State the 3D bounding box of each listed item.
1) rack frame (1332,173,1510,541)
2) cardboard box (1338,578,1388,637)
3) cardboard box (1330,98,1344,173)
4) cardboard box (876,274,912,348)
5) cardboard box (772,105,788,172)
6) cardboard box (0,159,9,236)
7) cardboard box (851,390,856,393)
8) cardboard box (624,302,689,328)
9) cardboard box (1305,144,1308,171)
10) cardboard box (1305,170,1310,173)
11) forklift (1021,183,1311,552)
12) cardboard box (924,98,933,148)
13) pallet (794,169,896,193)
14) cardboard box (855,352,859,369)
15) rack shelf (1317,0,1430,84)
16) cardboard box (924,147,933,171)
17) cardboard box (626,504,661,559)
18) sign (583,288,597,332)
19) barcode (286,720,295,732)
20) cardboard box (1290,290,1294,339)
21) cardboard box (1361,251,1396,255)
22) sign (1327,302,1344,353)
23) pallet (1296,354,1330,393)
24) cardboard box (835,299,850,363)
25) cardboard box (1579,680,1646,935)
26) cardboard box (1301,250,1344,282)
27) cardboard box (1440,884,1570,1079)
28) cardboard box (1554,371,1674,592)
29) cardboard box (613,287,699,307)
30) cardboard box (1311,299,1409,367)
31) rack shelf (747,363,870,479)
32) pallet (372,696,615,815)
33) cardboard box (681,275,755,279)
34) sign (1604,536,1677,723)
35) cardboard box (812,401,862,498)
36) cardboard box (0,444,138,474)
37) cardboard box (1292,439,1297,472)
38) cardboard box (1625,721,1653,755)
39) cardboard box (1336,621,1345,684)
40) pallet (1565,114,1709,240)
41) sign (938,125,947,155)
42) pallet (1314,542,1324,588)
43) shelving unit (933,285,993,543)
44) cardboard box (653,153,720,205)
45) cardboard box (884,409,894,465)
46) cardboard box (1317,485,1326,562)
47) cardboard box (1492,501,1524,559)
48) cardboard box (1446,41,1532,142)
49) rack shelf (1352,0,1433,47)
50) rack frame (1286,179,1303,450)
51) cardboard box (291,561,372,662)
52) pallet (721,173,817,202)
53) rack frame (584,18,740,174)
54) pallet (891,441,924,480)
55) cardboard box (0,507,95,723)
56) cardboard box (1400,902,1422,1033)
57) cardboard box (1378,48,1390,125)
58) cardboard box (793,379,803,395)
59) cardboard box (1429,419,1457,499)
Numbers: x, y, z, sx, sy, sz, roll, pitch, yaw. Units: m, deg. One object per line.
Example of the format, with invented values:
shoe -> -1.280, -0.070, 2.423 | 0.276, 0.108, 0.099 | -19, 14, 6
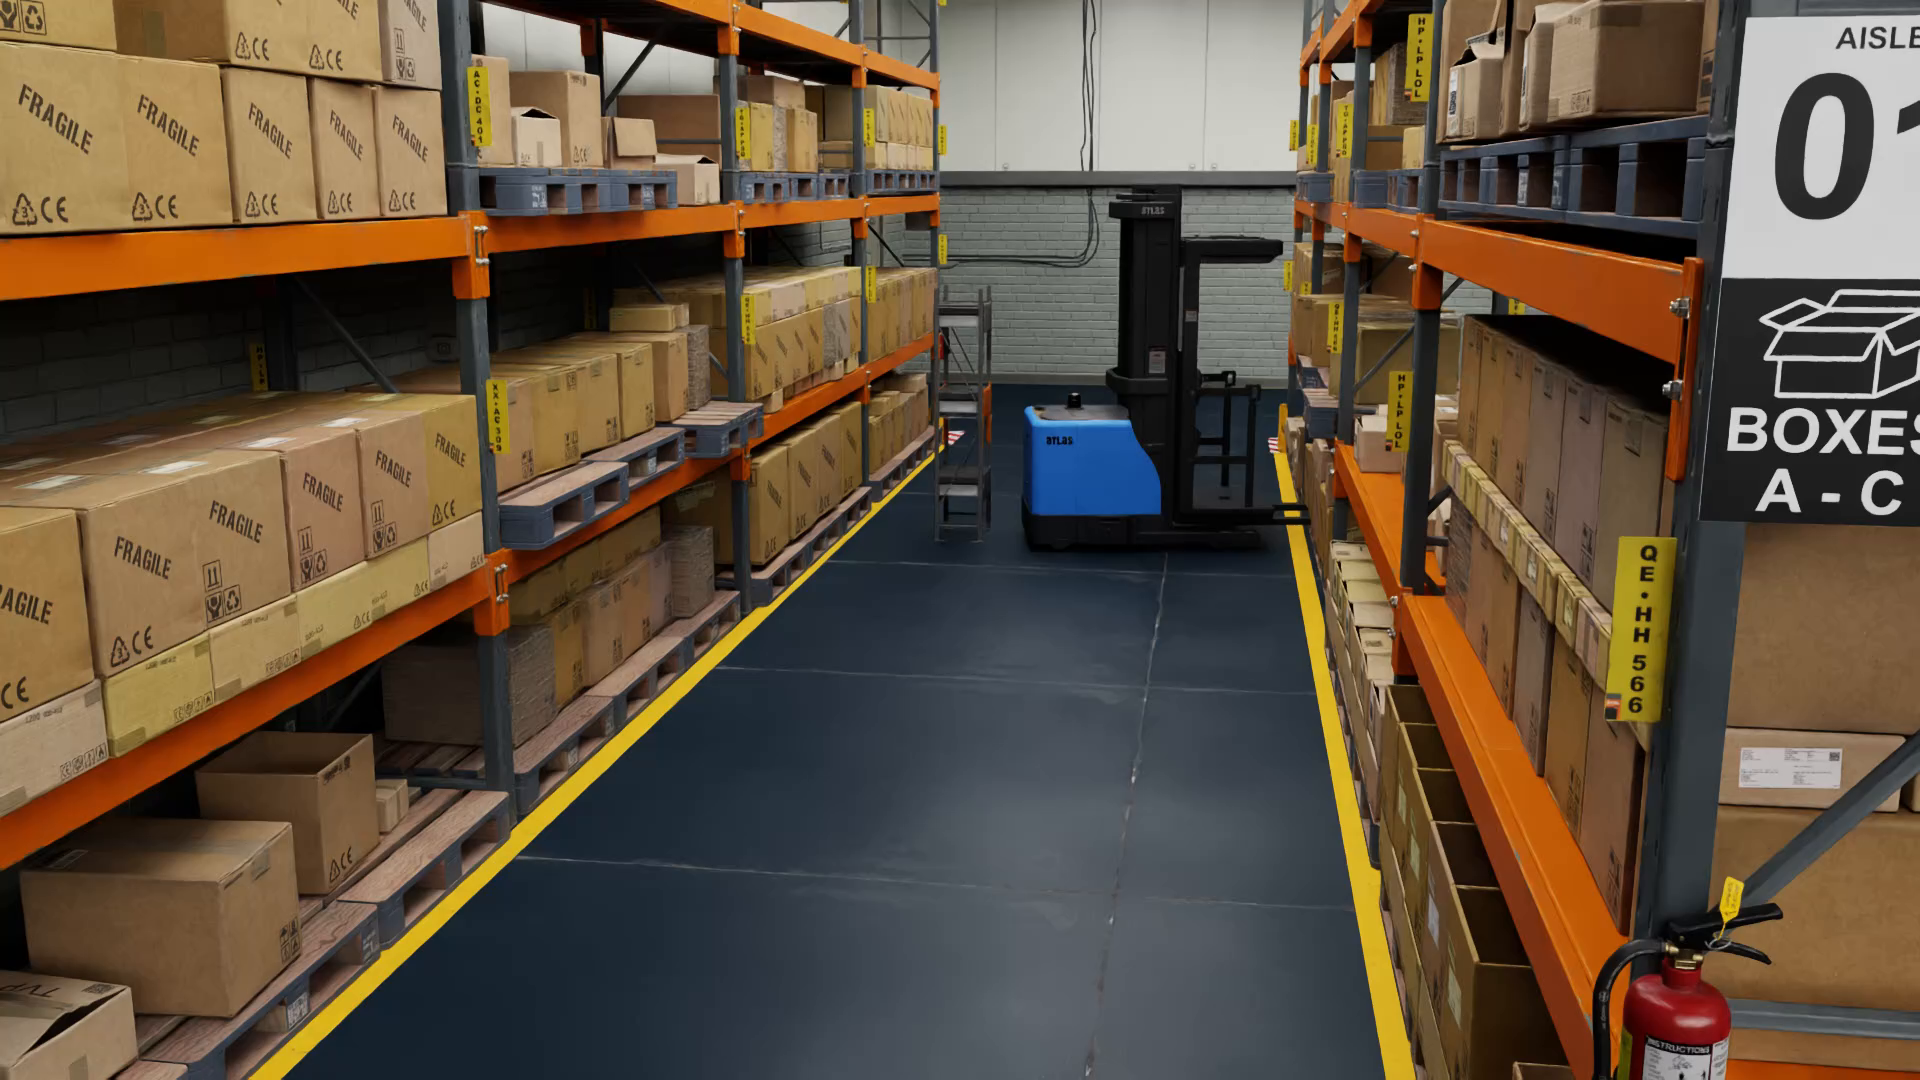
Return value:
rack frame -> 2.932, -0.809, 10.625 | 1.000, 3.000, 0.127 | 2, 12, 9
cardboard box -> 2.408, 0.371, 9.349 | 0.500, 0.311, 0.500 | 2, 12, 7
cardboard box -> 3.397, -3.308, 13.632 | 0.600, 0.600, 0.600 | 1, 12, 3
cardboard box -> -1.029, -2.364, 17.128 | 0.980, 0.700, 0.700 | 1, 12, 6
cardboard box -> -1.754, -3.131, 13.002 | 0.700, 0.500, 0.500 | 2, 12, 9
cardboard box -> -2.778, -1.000, 4.109 | 0.500, 0.500, 0.500 | 3, 12, 12
cardboard box -> -1.192, -1.447, 16.985 | 0.380, 0.149, 0.250 | 2, 12, 9
cardboard box -> -1.987, -1.477, 10.903 | 0.380, 0.149, 0.250 | 0, 12, 1
cardboard box -> 3.513, -3.597, 15.611 | 0.500, 0.250, 0.500 | 2, 12, 9
cardboard box -> 3.515, -3.352, 15.664 | 0.500, 0.250, 0.500 | 2, 12, 9
forklift -> 2.062, -1.450, 13.765 | 3.031, 2.935, 1.130 | 0, 12, -2
cardboard box -> -0.576, -4.486, 17.912 | 0.500, 0.500, 0.500 | 2, 12, 8
pallet -> -1.212, -3.394, 15.712 | 1.003, 0.211, 1.213 | 2, 12, 9
cardboard box -> -1.121, -1.608, 14.885 | 0.380, 0.149, 0.250 | 2, 12, 9
rack shelf -> 3.239, -3.610, 12.043 | 1.077, 0.370, 4.000 | 2, 12, 9
cardboard box -> -0.584, -4.120, 17.991 | 0.500, 0.250, 0.500 | 2, 12, 10
cardboard box -> -2.172, -0.060, 10.260 | 0.500, 0.250, 0.500 | 2, 12, 10
sign -> -2.513, -1.552, 11.325 | 0.100, 0.325, 0.005 | 2, 12, 9
barcode -> -2.899, 0.820, 7.200 | 0.001, 0.075, 0.075 | 2, 12, 9
cardboard box -> 3.833, -2.439, 17.953 | 0.500, 0.500, 0.500 | 2, 12, 10
cardboard box -> 4.056, -2.482, 15.781 | 0.500, 0.500, 0.500 | 2, 12, 7
sign -> 2.394, -1.351, 10.584 | 0.100, 0.325, 0.005 | 2, 12, 9
pallet -> 3.316, -1.385, 13.754 | 1.003, 0.211, 1.213 | 2, 12, 9
cardboard box -> -1.239, -1.794, 14.208 | 0.500, 0.500, 0.500 | 2, 12, 9
cardboard box -> 1.862, 0.602, 3.844 | 0.700, 0.500, 0.500 | 2, 12, 10
cardboard box -> 3.523, -2.504, 15.882 | 0.500, 0.500, 0.500 | 2, 12, 9
cardboard box -> 1.629, 1.299, 4.595 | 0.500, 0.500, 0.500 | 2, 12, 9
cardboard box -> 1.946, -0.149, 4.246 | 0.700, 0.500, 0.500 | 2, 12, 9
cardboard box -> -2.150, -1.642, 11.720 | 0.500, 0.250, 0.500 | 2, 12, 10
cardboard box -> 3.210, -1.659, 13.336 | 0.700, 0.500, 0.500 | 4, 13, 18
rack shelf -> -1.656, -1.033, 13.374 | 1.077, 0.370, 4.000 | 2, 12, 9
pallet -> -2.461, 1.065, 8.549 | 1.003, 0.211, 1.213 | 2, 12, 9
cardboard box -> -1.907, -1.962, 13.207 | 0.500, 0.250, 0.500 | 2, 12, 7
sign -> 1.167, 0.155, 2.846 | 0.100, 0.325, 0.005 | 2, 12, 9
cardboard box -> -1.320, -0.816, 14.765 | 0.750, 0.750, 0.750 | 2, 12, 9
cardboard box -> -3.092, -0.028, 5.532 | 0.500, 0.500, 0.500 | 2, 12, 9
cardboard box -> 3.470, -0.826, 16.043 | 0.500, 0.311, 0.500 | 2, 12, 9
cardboard box -> 1.611, 0.351, 3.470 | 0.380, 0.149, 0.250 | 2, 12, 10
cardboard box -> 2.411, 0.643, 9.420 | 0.500, 0.250, 0.500 | 2, 12, 7
pallet -> 1.836, -0.713, 3.270 | 1.003, 0.211, 1.213 | 2, 12, 9
sign -> -0.199, -4.474, 18.598 | 0.100, 0.325, 0.005 | 2, 12, 9
pallet -> 3.274, 0.147, 12.809 | 1.003, 0.211, 1.213 | 2, 12, 9
shelving unit -> 0.025, -1.061, 13.932 | 0.431, 2.100, 0.503 | 2, 12, 9
cardboard box -> -1.808, -2.242, 10.321 | 0.500, 0.311, 0.500 | 2, 12, 9
cardboard box -> -1.052, -1.041, 16.641 | 0.700, 0.500, 0.500 | 2, 12, 8
cardboard box -> 2.924, -0.112, 12.281 | 0.500, 0.500, 0.500 | 1, 12, 7
cardboard box -> 1.890, -0.024, 5.207 | 0.380, 0.149, 0.250 | 2, 12, 7
cardboard box -> 1.895, -1.464, 5.427 | 0.500, 0.311, 0.500 | 1, 12, 6
rack shelf -> 2.624, -2.778, 8.179 | 1.077, 0.370, 4.000 | 2, 12, 9
rack frame -> 4.162, -2.474, 18.352 | 1.000, 3.000, 0.127 | 2, 12, 9
cardboard box -> -2.499, 0.245, 6.045 | 0.500, 0.250, 0.500 | 2, 12, 8
pallet -> -1.748, -2.711, 12.781 | 1.003, 0.211, 1.213 | 2, 12, 11
rack frame -> -1.964, -3.901, 10.734 | 1.000, 3.000, 0.127 | 2, 12, 9
pallet -> -0.969, -0.848, 17.428 | 1.003, 0.211, 1.213 | 2, 12, 9
cardboard box -> -2.738, 0.202, 4.465 | 0.500, 0.500, 0.500 | 2, 12, 9
cardboard box -> 1.782, 1.458, 5.640 | 0.500, 0.250, 0.500 | 2, 12, 9
cardboard box -> 3.083, -3.009, 11.106 | 0.500, 0.500, 0.500 | 2, 12, 9
cardboard box -> -1.459, -1.236, 13.157 | 0.380, 0.149, 0.250 | 2, 12, 9
cardboard box -> 2.532, -0.294, 7.999 | 0.500, 0.500, 0.500 | 3, 12, 13
